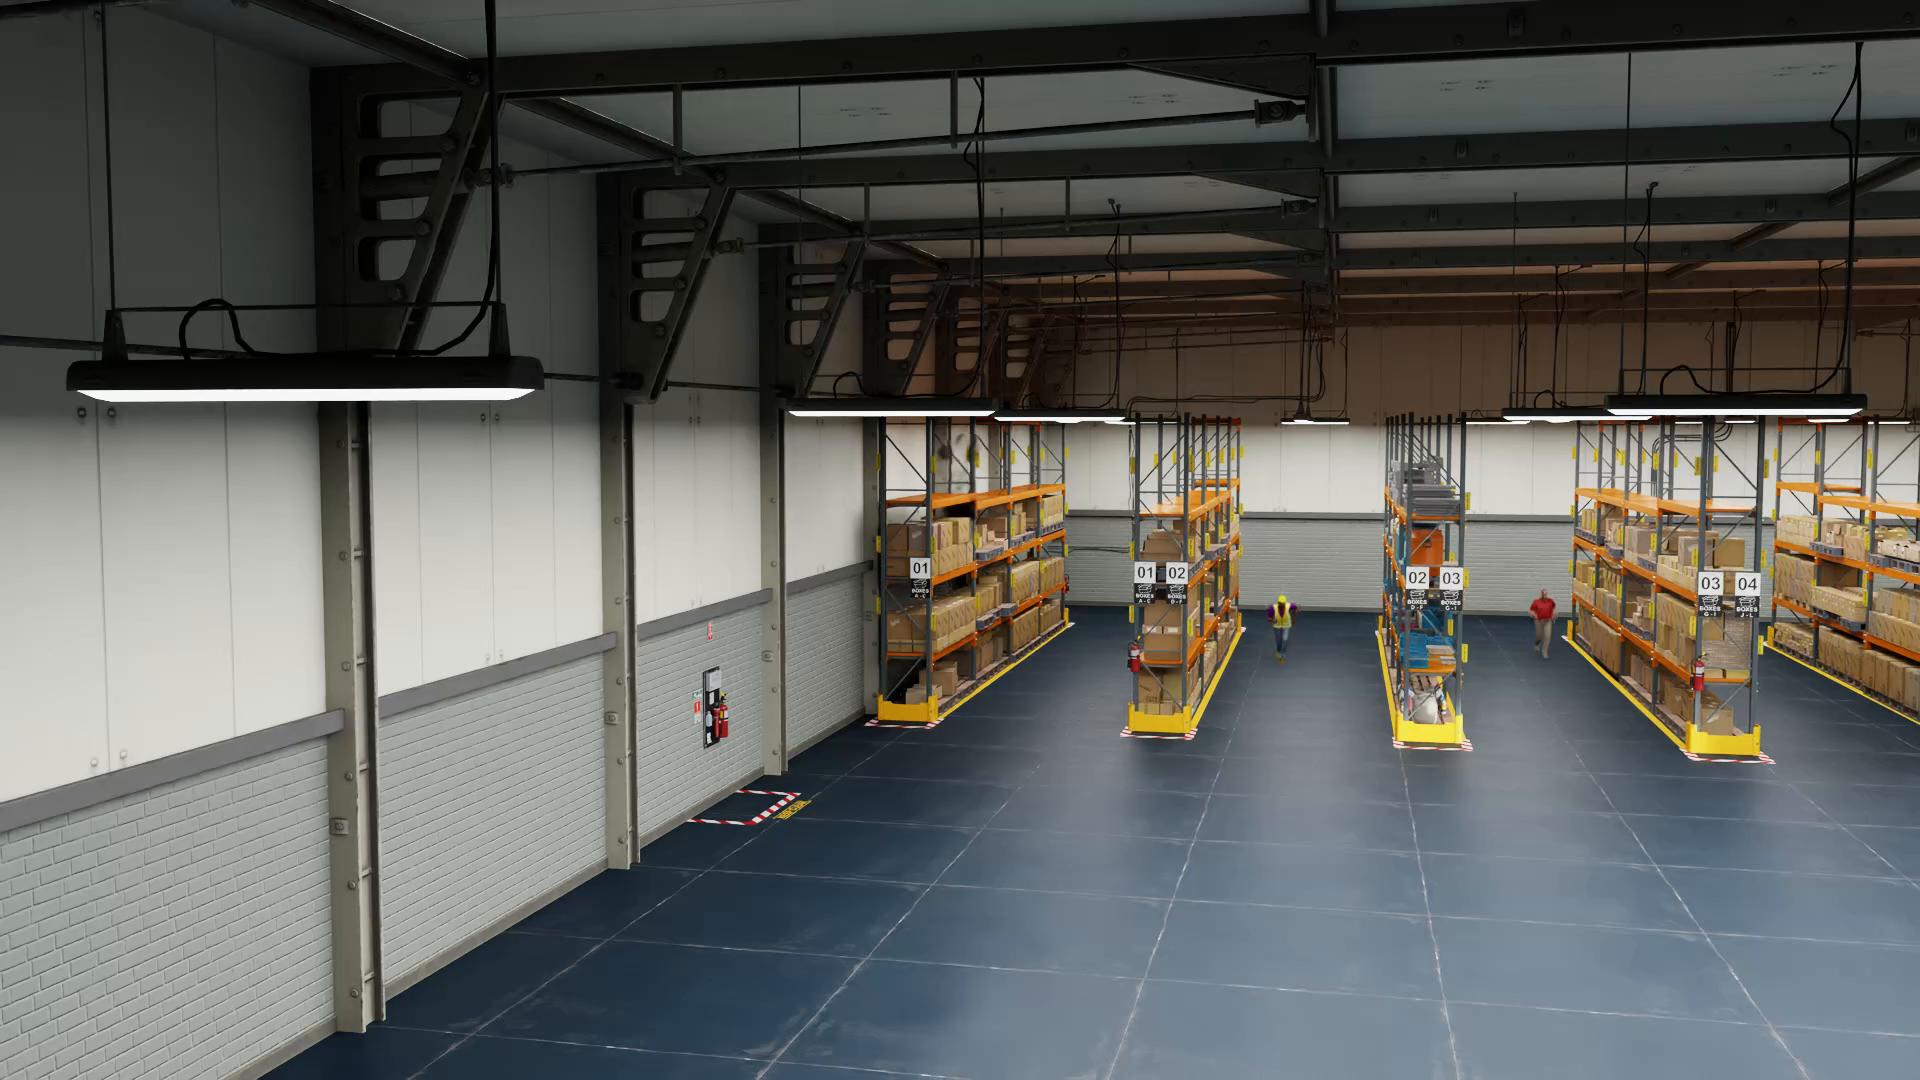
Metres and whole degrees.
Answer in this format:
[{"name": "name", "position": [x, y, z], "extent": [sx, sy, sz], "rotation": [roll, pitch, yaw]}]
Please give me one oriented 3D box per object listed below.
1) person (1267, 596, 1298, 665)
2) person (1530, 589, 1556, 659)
[{"name": "person", "position": [7.836, 2.178, 40.481], "extent": [0.747, 1.717, 1.043], "rotation": [1, 4, 9]}, {"name": "person", "position": [14.547, 2.069, 41.492], "extent": [0.652, 1.709, 0.893], "rotation": [1, 4, 10]}]
